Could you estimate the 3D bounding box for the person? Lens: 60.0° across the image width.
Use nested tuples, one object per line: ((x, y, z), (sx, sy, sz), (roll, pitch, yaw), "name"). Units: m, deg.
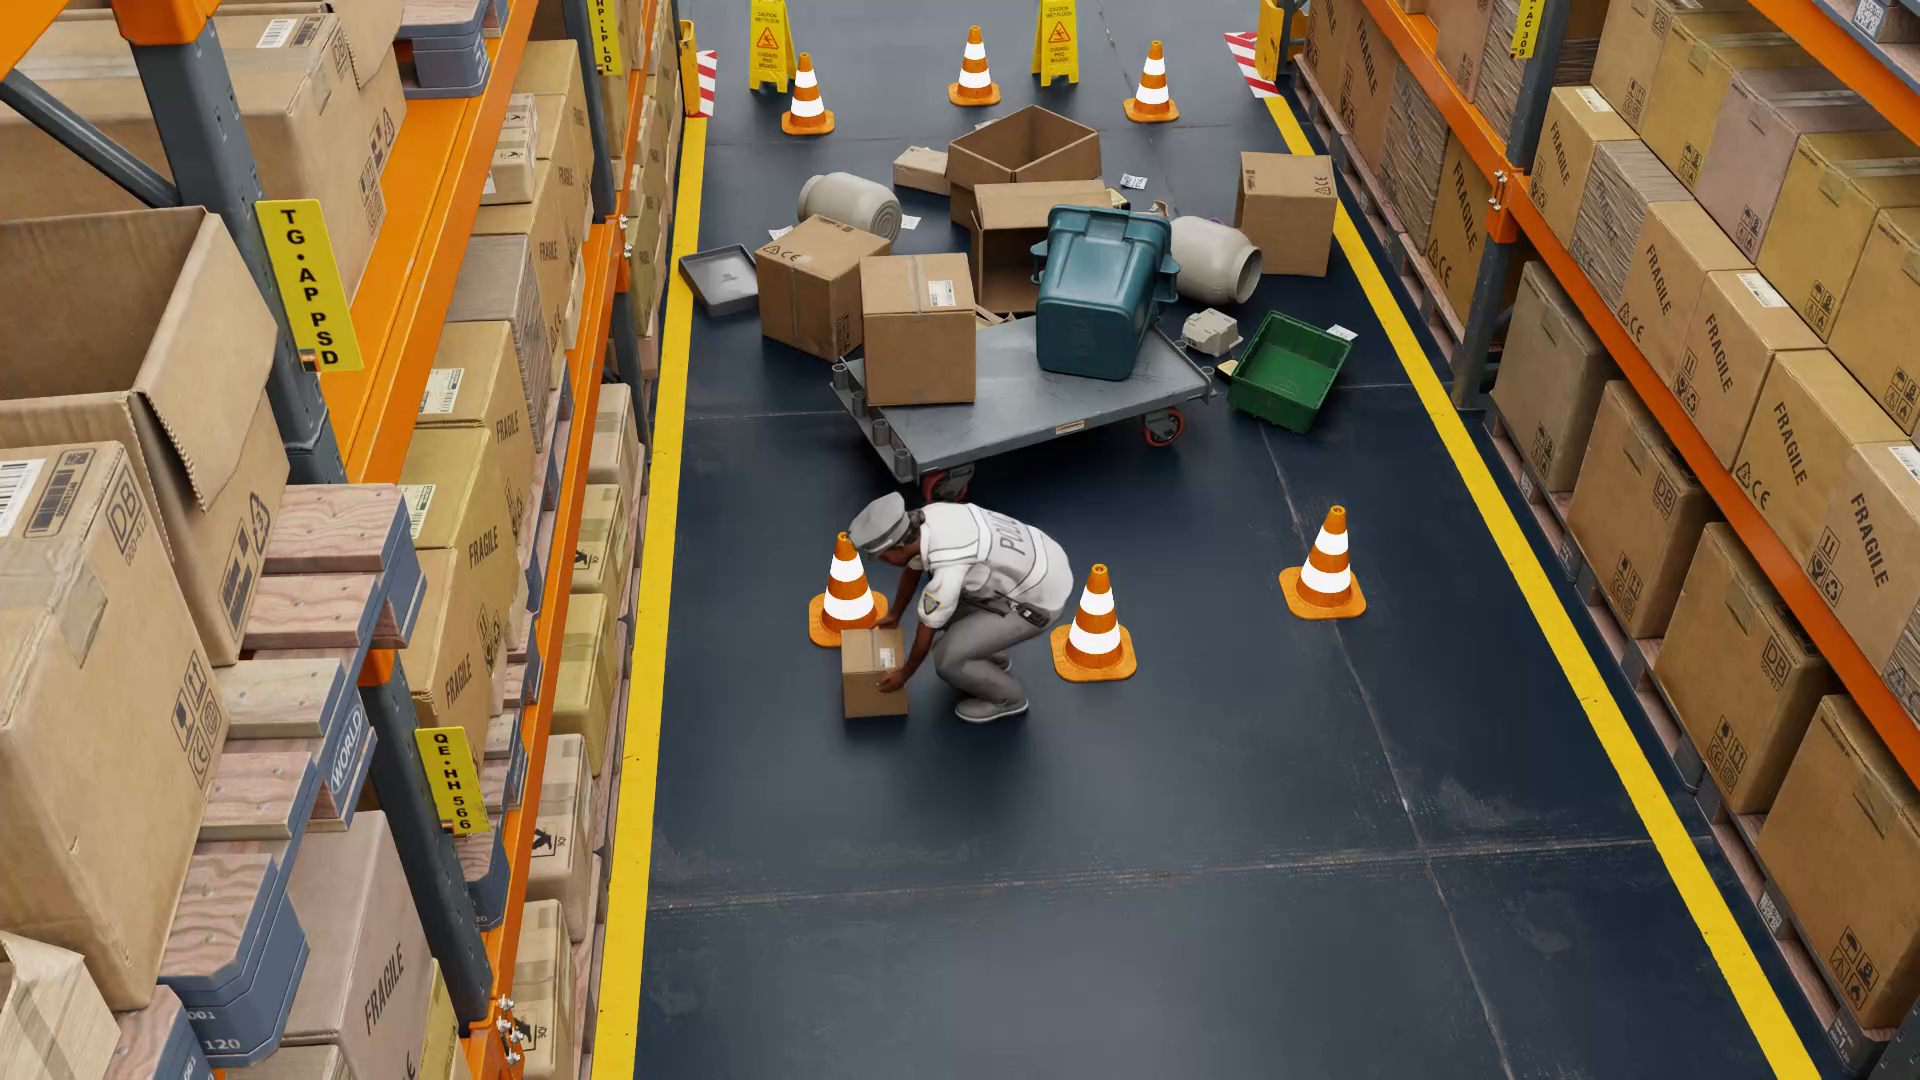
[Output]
((0.007, 0.234, 6.370), (0.846, 1.034, 0.482), (-3, 39, -4), "person")
